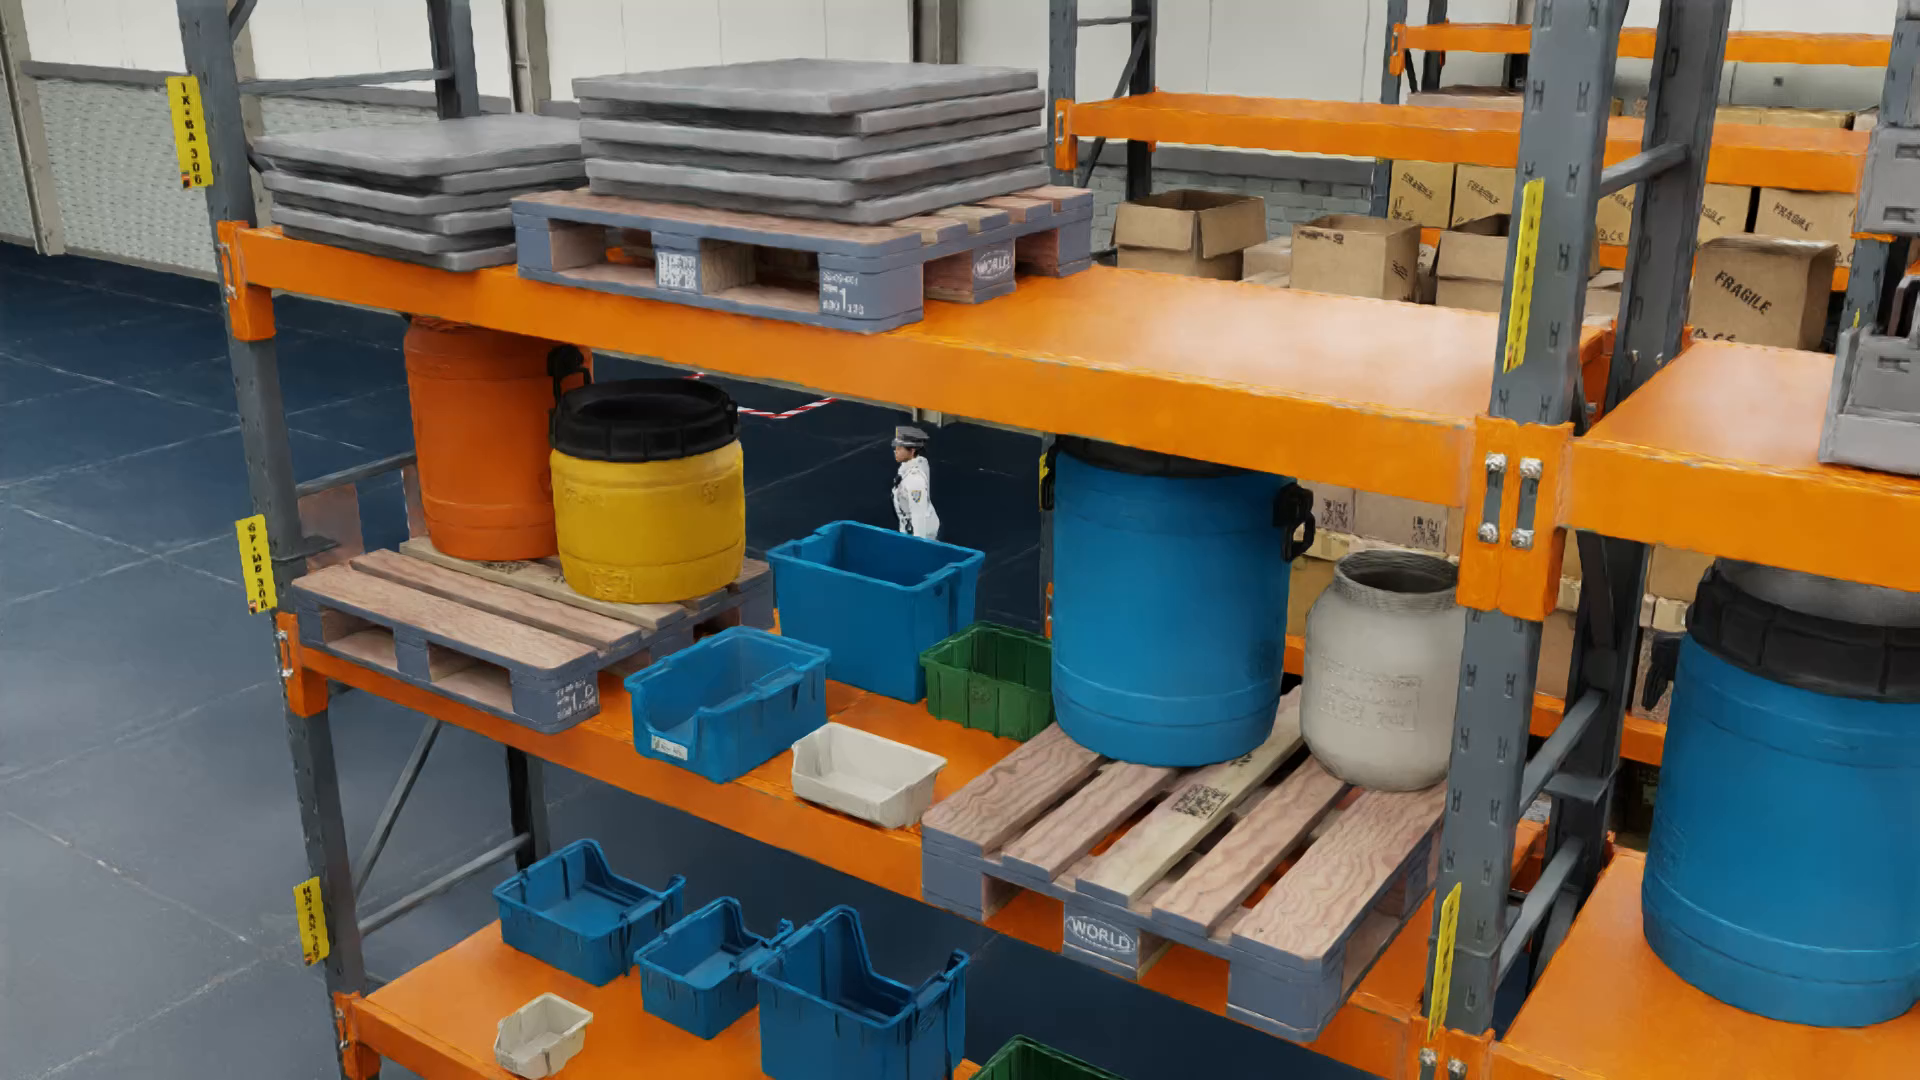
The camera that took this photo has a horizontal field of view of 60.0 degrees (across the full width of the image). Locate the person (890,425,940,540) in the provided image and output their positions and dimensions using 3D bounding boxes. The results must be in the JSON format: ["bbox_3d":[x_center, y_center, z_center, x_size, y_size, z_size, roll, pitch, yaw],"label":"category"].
[{"bbox_3d":[-0.230,-0.041,12.175,0.526,1.670,0.532,2,20,4],"label":"person"}]
